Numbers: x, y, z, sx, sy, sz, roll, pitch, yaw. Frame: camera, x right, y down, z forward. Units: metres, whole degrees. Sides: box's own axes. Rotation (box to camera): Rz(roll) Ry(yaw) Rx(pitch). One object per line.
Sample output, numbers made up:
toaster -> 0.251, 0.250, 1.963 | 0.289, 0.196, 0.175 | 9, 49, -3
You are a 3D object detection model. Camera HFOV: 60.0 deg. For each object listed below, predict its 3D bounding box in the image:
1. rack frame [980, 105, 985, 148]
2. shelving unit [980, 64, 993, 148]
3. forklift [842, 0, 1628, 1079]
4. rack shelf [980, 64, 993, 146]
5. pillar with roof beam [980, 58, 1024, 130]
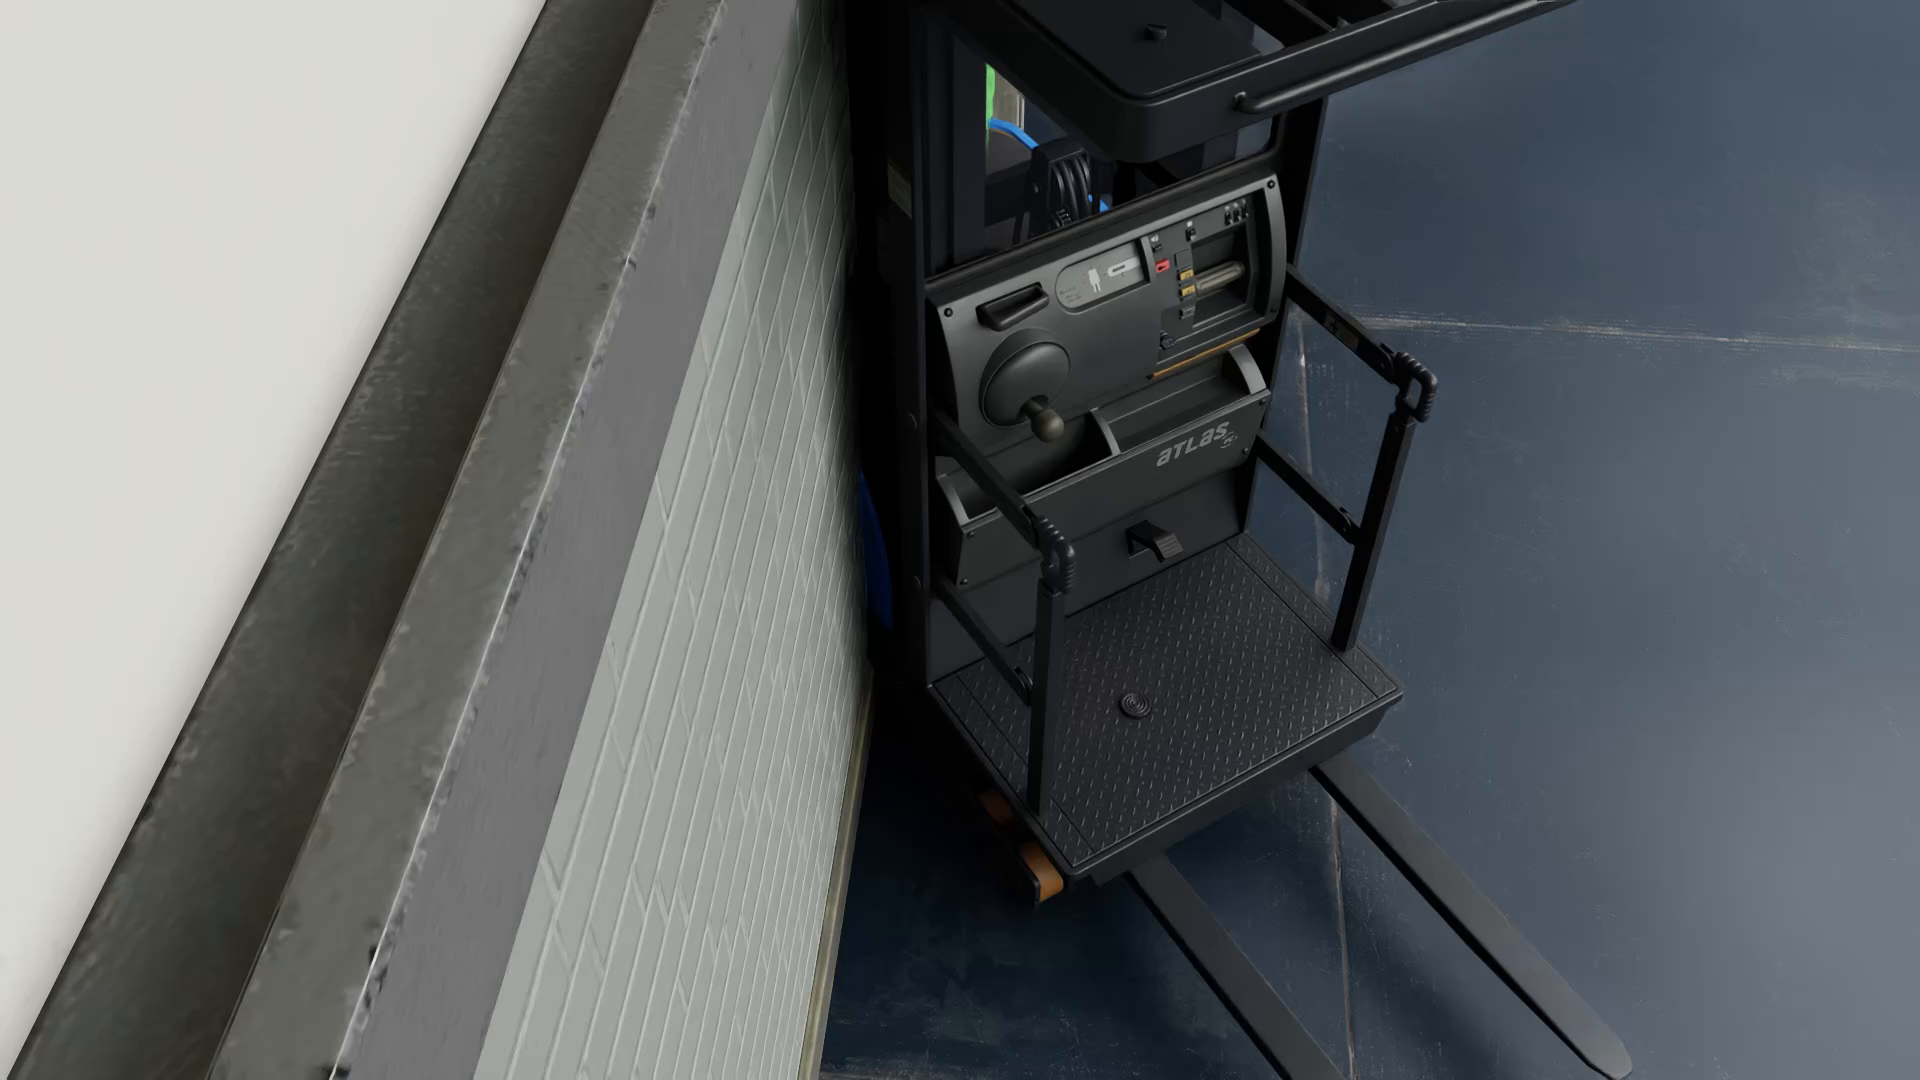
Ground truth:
rack frame -> -0.032, -0.807, 5.147 | 0.240, 1.200, 0.015 | 1, 45, 4
shelving unit -> -0.018, -0.978, 5.321 | 0.258, 1.200, 0.503 | 1, 45, 4
forklift -> 0.467, -0.451, 3.676 | 1.130, 2.935, 3.031 | -24, 52, -21
rack shelf -> -0.031, -1.274, 5.029 | 0.258, 0.148, 0.480 | 1, 45, 4
pillar with roof beam -> 4.331, -3.639, 2.480 | 9.100, 9.000, 0.400 | 4, 48, 4
